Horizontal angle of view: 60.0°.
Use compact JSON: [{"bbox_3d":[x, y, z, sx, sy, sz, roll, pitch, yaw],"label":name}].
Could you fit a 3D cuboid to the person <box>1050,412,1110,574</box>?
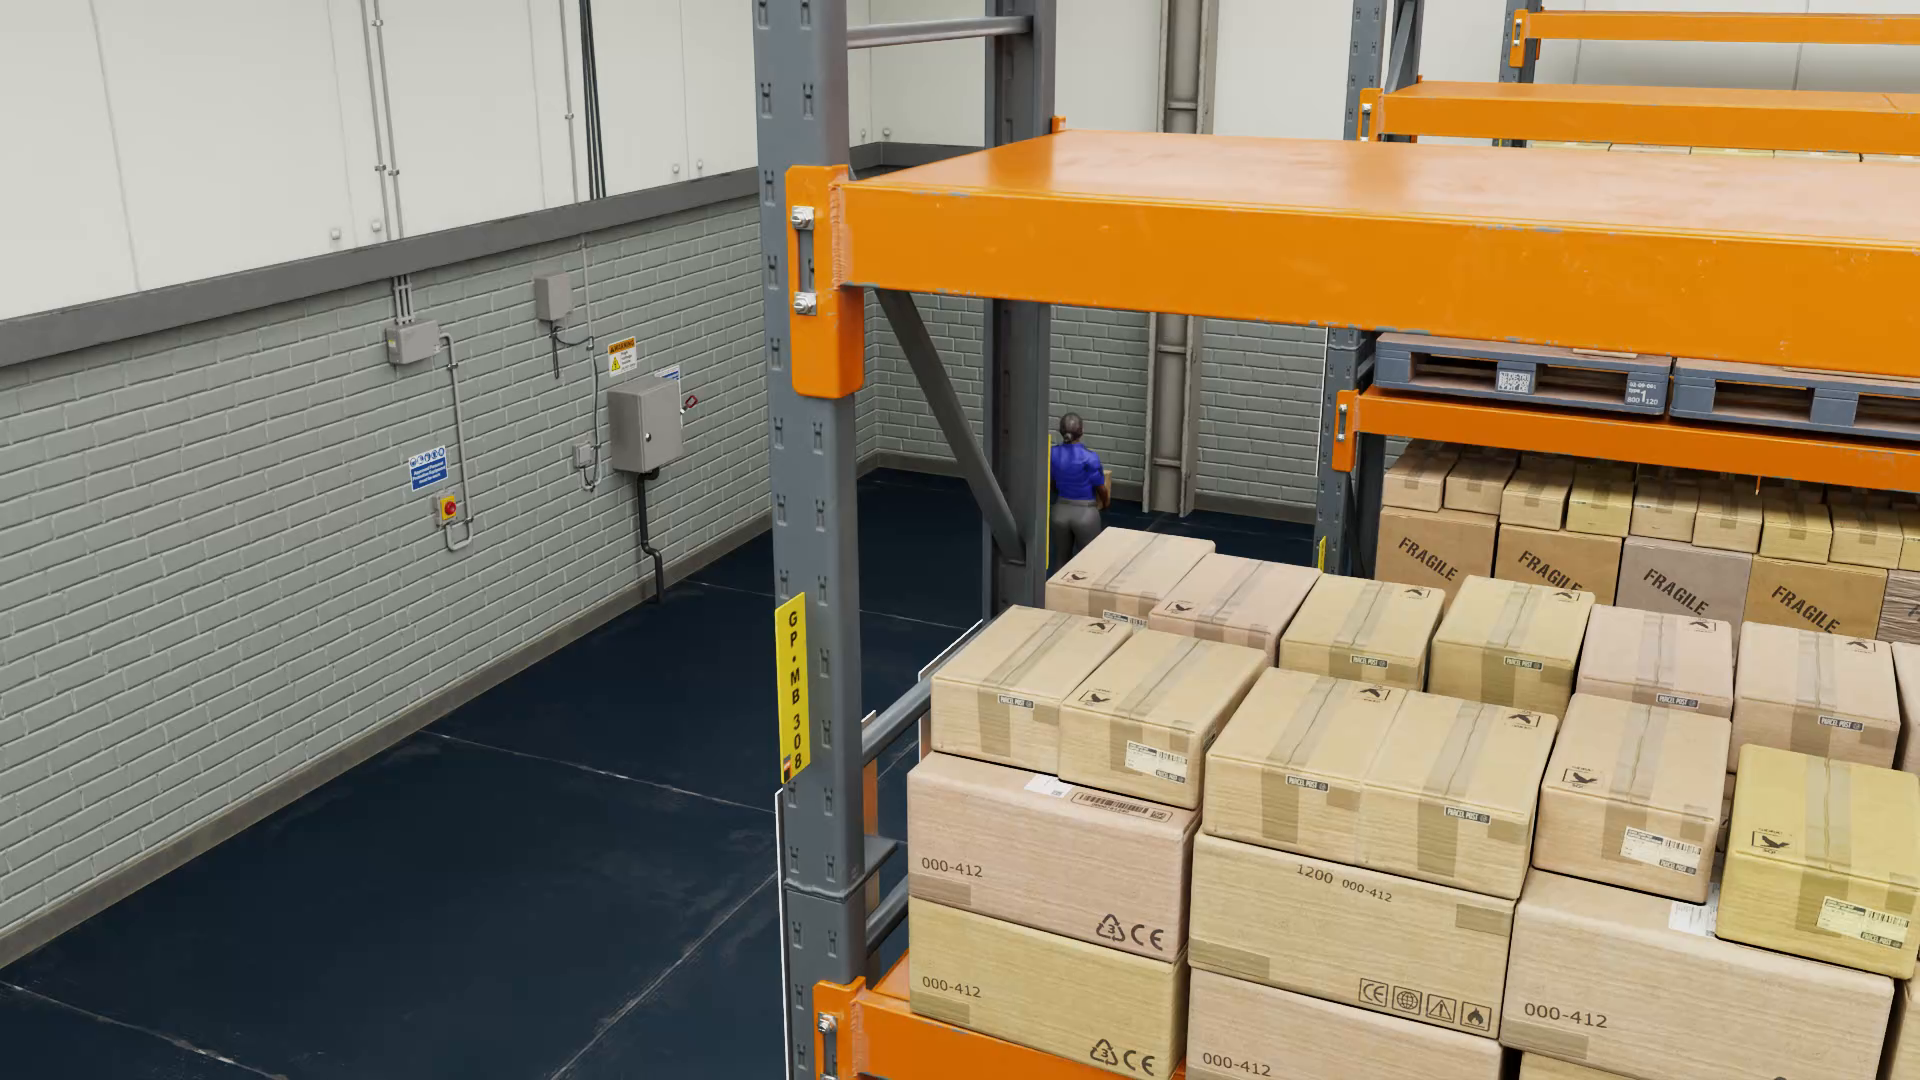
[{"bbox_3d":[0.860,-0.156,12.037,0.450,1.647,0.518,9,21,24],"label":"person"}]
